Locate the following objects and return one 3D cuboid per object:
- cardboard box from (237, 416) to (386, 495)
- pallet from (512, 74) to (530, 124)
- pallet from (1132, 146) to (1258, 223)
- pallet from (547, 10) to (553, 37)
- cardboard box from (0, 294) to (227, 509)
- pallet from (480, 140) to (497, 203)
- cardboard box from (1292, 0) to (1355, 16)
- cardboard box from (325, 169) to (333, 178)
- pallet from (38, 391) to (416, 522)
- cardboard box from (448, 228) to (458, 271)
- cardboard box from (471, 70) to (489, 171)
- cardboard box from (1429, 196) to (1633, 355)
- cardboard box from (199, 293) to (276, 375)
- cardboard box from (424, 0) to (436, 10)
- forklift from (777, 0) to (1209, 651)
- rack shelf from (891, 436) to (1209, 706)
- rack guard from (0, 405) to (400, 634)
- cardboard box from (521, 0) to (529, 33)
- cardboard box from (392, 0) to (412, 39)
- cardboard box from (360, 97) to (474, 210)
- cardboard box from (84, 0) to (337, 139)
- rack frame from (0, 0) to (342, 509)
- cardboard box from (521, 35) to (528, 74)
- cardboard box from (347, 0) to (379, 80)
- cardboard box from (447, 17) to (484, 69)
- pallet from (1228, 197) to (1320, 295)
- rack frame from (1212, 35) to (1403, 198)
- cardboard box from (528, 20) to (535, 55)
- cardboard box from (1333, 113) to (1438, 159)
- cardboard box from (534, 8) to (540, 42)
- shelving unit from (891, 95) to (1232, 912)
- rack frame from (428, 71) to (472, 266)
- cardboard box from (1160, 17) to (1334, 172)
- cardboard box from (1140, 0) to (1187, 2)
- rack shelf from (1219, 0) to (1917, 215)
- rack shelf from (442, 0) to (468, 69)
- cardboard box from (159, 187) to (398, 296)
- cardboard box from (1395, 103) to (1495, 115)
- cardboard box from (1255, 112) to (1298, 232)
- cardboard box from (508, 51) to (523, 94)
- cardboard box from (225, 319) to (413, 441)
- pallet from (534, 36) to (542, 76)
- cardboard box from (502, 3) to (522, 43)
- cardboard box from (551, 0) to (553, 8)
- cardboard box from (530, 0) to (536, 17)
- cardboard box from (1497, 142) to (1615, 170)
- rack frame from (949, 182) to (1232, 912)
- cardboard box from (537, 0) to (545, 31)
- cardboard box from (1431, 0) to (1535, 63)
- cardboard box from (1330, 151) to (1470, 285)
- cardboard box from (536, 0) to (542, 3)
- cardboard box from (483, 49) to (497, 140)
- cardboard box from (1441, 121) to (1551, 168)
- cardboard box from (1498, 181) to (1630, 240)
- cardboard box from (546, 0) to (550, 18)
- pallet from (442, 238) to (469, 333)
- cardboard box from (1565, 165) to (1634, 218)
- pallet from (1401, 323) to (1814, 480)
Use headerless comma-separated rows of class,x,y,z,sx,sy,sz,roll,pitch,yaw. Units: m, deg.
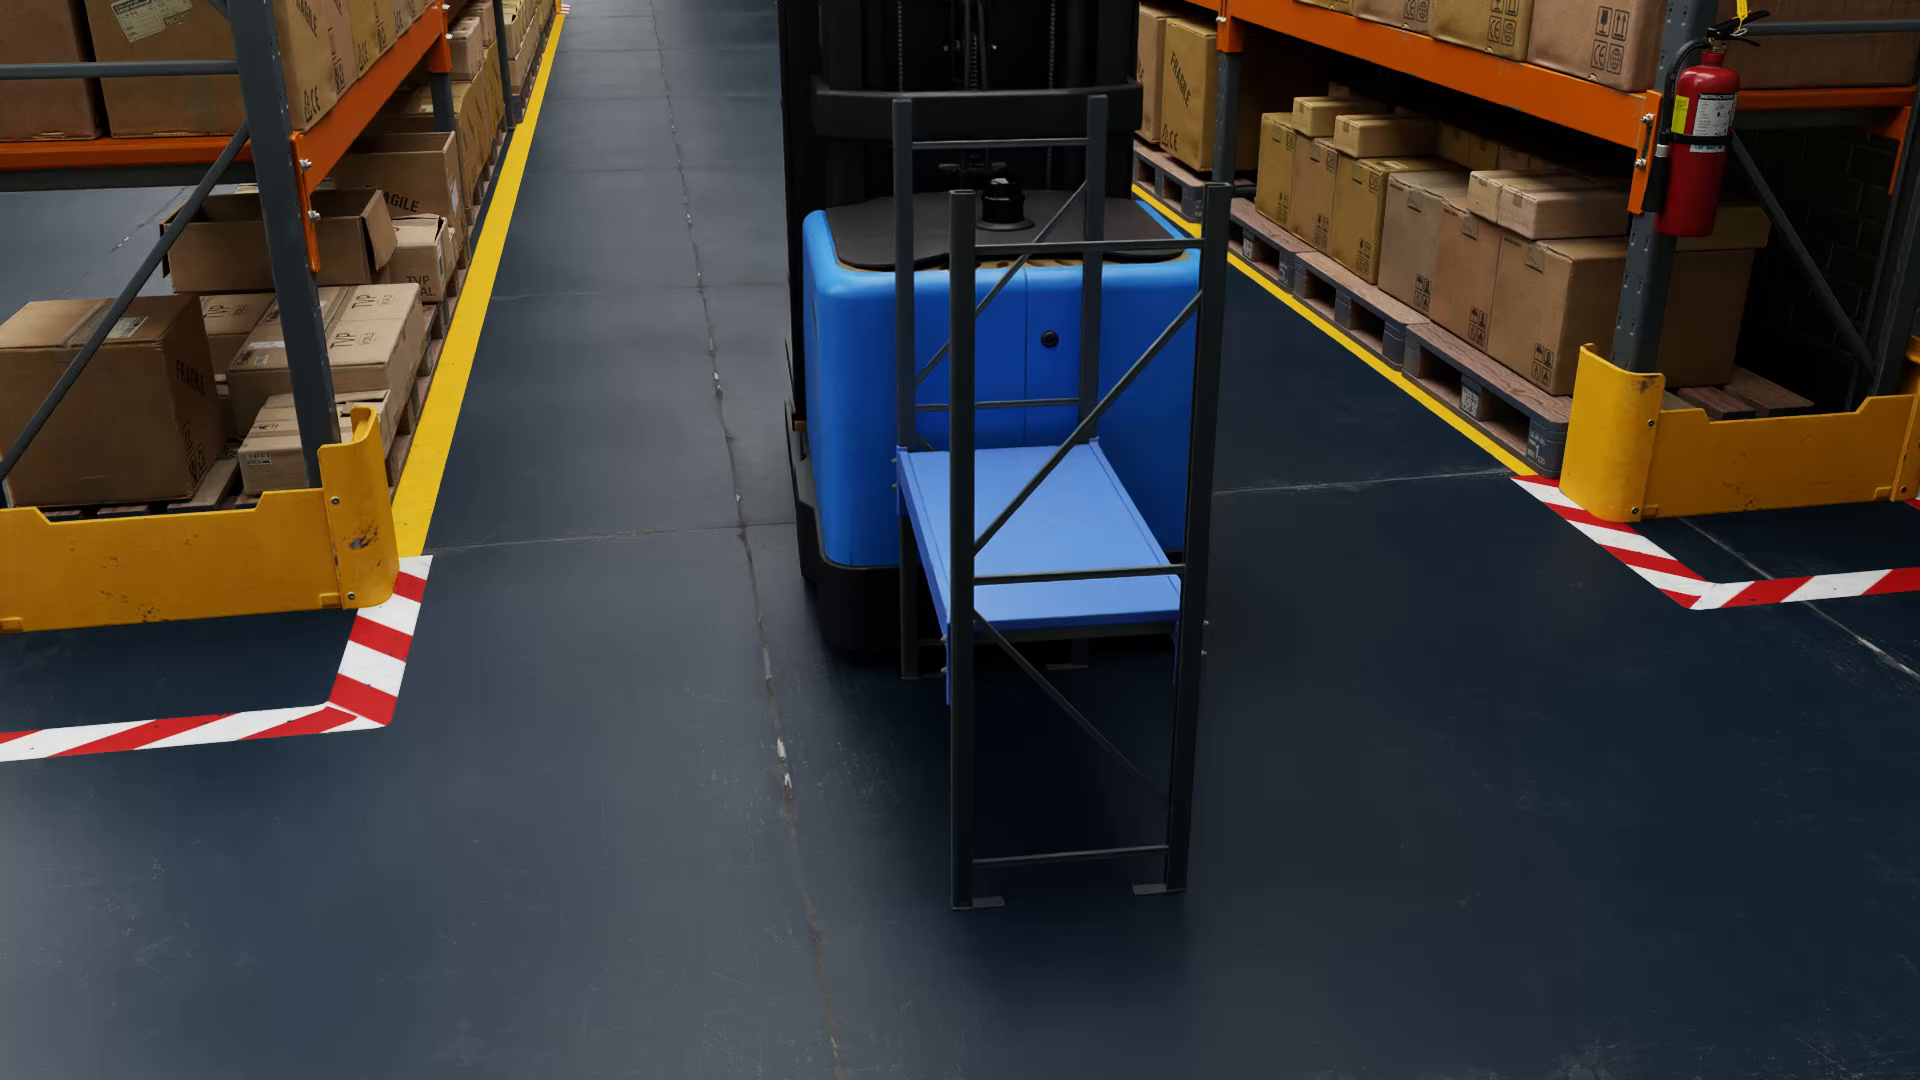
cardboard box,-1.987,-0.263,5.116,0.380,0.149,0.250,-4,24,-10
pallet,-3.840,-3.373,12.709,1.003,0.211,1.213,-4,24,-10
pallet,1.664,-2.139,9.884,1.003,0.211,1.213,-4,24,-10
pallet,-4.801,-5.417,17.388,1.003,0.211,1.213,-4,24,-10
cardboard box,-2.590,-0.429,5.059,0.500,0.500,0.500,-4,24,-10
pallet,-3.403,-2.271,10.186,1.003,0.211,1.213,-4,24,-10
cardboard box,2.095,-2.754,7.434,0.980,0.700,0.700,-5,24,-11
cardboard box,-3.360,-1.980,8.609,0.500,0.500,0.500,-4,24,-10
pallet,-2.409,-0.243,5.543,1.003,0.211,1.213,-4,24,-10
cardboard box,-2.474,-1.300,7.491,0.380,0.149,0.250,-4,24,-10
cardboard box,-3.031,-2.421,9.620,0.500,0.500,0.500,-4,24,-9
cardboard box,2.300,-1.057,6.522,0.700,0.500,0.500,-4,24,-10
cardboard box,-2.736,-0.691,5.969,0.500,0.250,0.500,-4,24,-10
cardboard box,-2.642,-2.619,7.374,0.500,0.500,0.500,-4,24,-9
forklift,-0.037,-1.606,5.265,1.130,2.935,3.031,-3,24,-7
rack shelf,0.162,0.034,3.749,0.538,0.185,1.000,-3,24,-7
rack guard,-2.261,-0.062,4.767,1.175,0.500,0.348,-4,24,-10
cardboard box,-3.828,-4.350,13.673,0.500,0.311,0.500,-5,24,-10
cardboard box,-2.448,-2.215,6.448,0.500,0.500,0.500,-4,24,-9
cardboard box,-2.837,-2.015,8.690,0.500,0.500,0.500,-5,24,-12
cardboard box,-2.070,-1.417,4.623,0.500,0.500,0.500,-4,24,-9
rack frame,-2.247,-1.178,4.198,1.000,3.000,0.127,-4,24,-10
cardboard box,-3.731,-3.886,13.311,0.500,0.250,0.500,-5,24,-11
cardboard box,-2.261,-1.818,5.539,0.500,0.500,0.500,-4,24,-10
cardboard box,-3.115,-2.950,9.892,0.500,0.250,0.500,-5,24,-11
pallet,1.945,-1.536,8.504,1.003,0.211,1.213,-4,24,-10
rack frame,1.881,-3.119,8.644,1.000,3.000,0.127,-4,24,-10
cardboard box,-3.918,-4.288,14.231,0.500,0.250,0.500,-4,24,-9
cardboard box,1.899,-1.808,7.430,0.380,0.149,0.250,-5,24,-11
cardboard box,-4.105,-4.688,15.148,0.500,0.250,0.500,-5,24,-10
shelving unit,0.162,-0.131,3.677,0.538,1.500,1.048,-3,24,-7
rack frame,-2.987,-2.751,7.801,1.000,3.000,0.127,-4,24,-10
cardboard box,1.633,-2.572,9.553,0.750,0.750,0.750,-4,24,-9
cardboard box,1.304,-3.256,11.118,0.750,0.750,0.750,-4,24,-10
rack shelf,2.251,-2.003,6.986,1.077,0.370,4.000,-4,24,-10
rack shelf,-3.357,-3.208,9.746,1.077,0.370,4.000,-4,24,-10
cardboard box,-2.634,-1.070,6.521,0.797,0.503,0.637,-4,24,-10
cardboard box,2.235,-1.922,7.692,0.380,0.149,0.250,-5,24,-11
cardboard box,1.918,-1.864,8.369,0.700,0.500,0.500,-4,24,-9
cardboard box,-3.535,-3.484,12.391,0.500,0.250,0.500,-4,24,-10
cardboard box,-2.161,-0.551,5.649,0.500,0.250,0.500,-4,24,-10
pallet,-4.291,-4.333,14.907,1.003,0.211,1.213,-4,24,-10
cardboard box,-3.640,-3.947,12.750,0.500,0.311,0.500,-5,24,-11
cardboard box,-4.618,-5.822,17.743,0.500,0.250,0.500,-4,24,-10
cardboard box,-4.007,-4.745,14.576,0.500,0.311,0.500,-4,24,-8
cardboard box,2.424,-1.521,6.773,0.380,0.149,0.250,-4,24,-9
rack frame,0.230,0.070,3.215,0.500,1.500,0.032,-3,24,-7
cardboard box,-4.254,-5.035,15.941,0.500,0.250,0.500,-4,24,-10
cardboard box,2.371,-2.168,6.092,0.980,0.700,0.700,-4,24,-10
cardboard box,2.101,-1.464,7.453,0.700,0.500,0.500,-4,24,-9
cardboard box,-4.244,-5.379,15.793,0.500,0.500,0.500,-4,24,-10
cardboard box,-3.227,-2.826,10.547,0.500,0.500,0.500,-5,24,-12
cardboard box,2.330,-1.722,7.232,0.380,0.149,0.250,-5,24,-11
cardboard box,2.190,-1.195,6.026,0.380,0.149,0.250,-5,24,-10
cardboard box,-4.429,-5.429,16.843,0.500,0.250,0.500,-4,24,-10
pallet,-2.861,-1.203,7.740,1.003,0.211,1.213,-4,24,-10
cardboard box,2.518,-1.323,6.319,0.380,0.149,0.250,-4,24,-10
pallet,2.396,-0.576,6.306,1.003,0.211,1.213,-4,24,-10
